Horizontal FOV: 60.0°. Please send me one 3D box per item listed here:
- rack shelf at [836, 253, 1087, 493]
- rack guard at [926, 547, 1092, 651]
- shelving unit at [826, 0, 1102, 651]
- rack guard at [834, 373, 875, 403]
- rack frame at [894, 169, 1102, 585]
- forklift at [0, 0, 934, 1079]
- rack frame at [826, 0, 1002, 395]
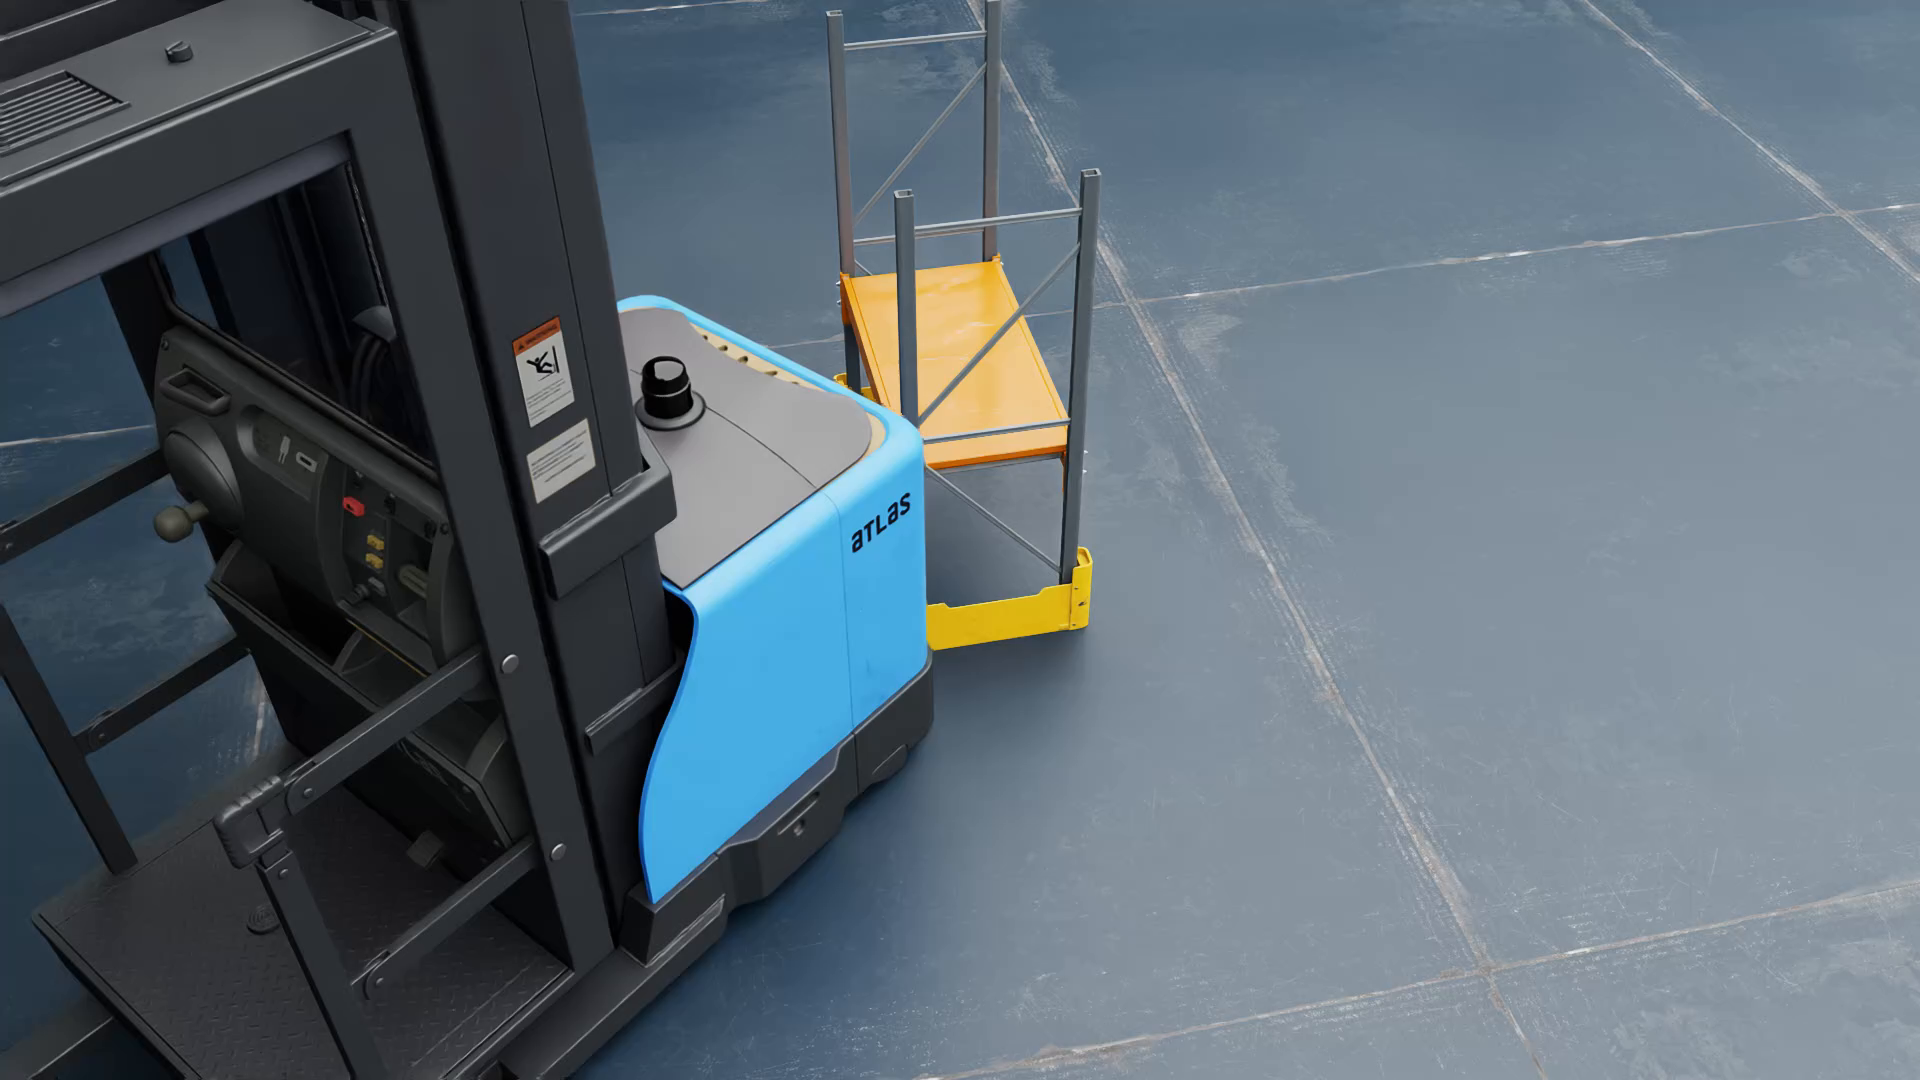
[{"bbox_3d":[-0.018,-0.482,4.934,0.538,0.185,1.000,-8,42,-9],"label":"rack shelf"},{"bbox_3d":[0.091,0.180,4.859,0.587,0.250,0.087,-8,42,-9],"label":"rack guard"},{"bbox_3d":[-0.016,-0.610,4.808,0.587,1.500,1.083,-8,42,-9],"label":"shelving unit"},{"bbox_3d":[-0.124,-0.466,5.586,0.587,0.250,0.087,-8,42,-9],"label":"rack guard"},{"bbox_3d":[0.091,-0.287,4.443,0.500,1.500,0.032,-8,42,-9],"label":"rack frame"},{"bbox_3d":[-1.389,-0.002,3.044,1.130,2.935,3.031,28,49,28],"label":"forklift"},{"bbox_3d":[-0.128,-0.946,5.186,0.500,1.500,0.032,-8,42,-9],"label":"rack frame"}]
